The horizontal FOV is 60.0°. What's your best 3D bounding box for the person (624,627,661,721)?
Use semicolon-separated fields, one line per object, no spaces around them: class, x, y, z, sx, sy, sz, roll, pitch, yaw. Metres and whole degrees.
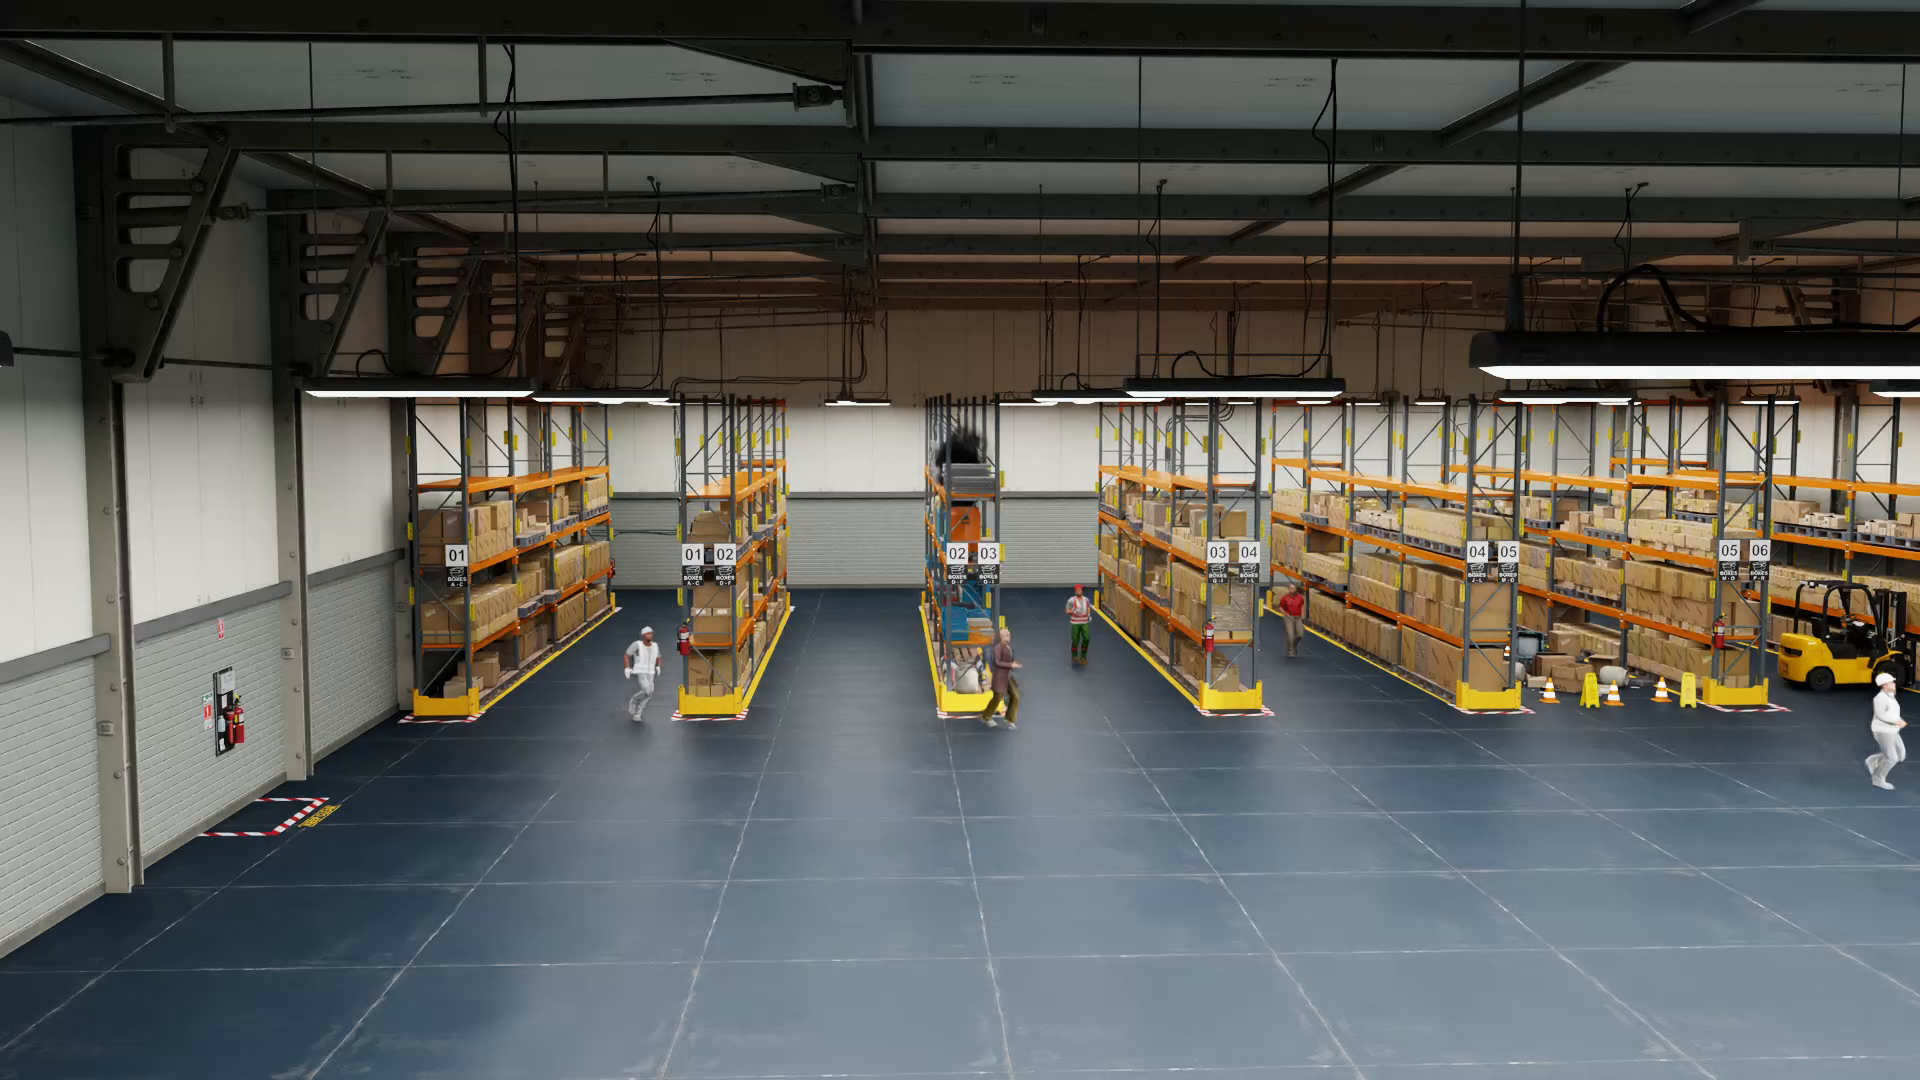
person;-5.756;2.458;30.522;0.734;1.708;0.555;-4;6;-44

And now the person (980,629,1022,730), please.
person;0.769;2.516;29.689;0.836;1.874;0.734;3;5;31

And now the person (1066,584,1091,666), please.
person;2.673;1.901;37.122;0.634;1.830;0.713;-1;5;-13

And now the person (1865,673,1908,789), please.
person;13.997;2.876;25.113;0.591;1.737;0.698;4;6;40

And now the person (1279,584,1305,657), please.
person;7.669;1.854;38.248;0.638;1.681;0.586;0;5;-4
